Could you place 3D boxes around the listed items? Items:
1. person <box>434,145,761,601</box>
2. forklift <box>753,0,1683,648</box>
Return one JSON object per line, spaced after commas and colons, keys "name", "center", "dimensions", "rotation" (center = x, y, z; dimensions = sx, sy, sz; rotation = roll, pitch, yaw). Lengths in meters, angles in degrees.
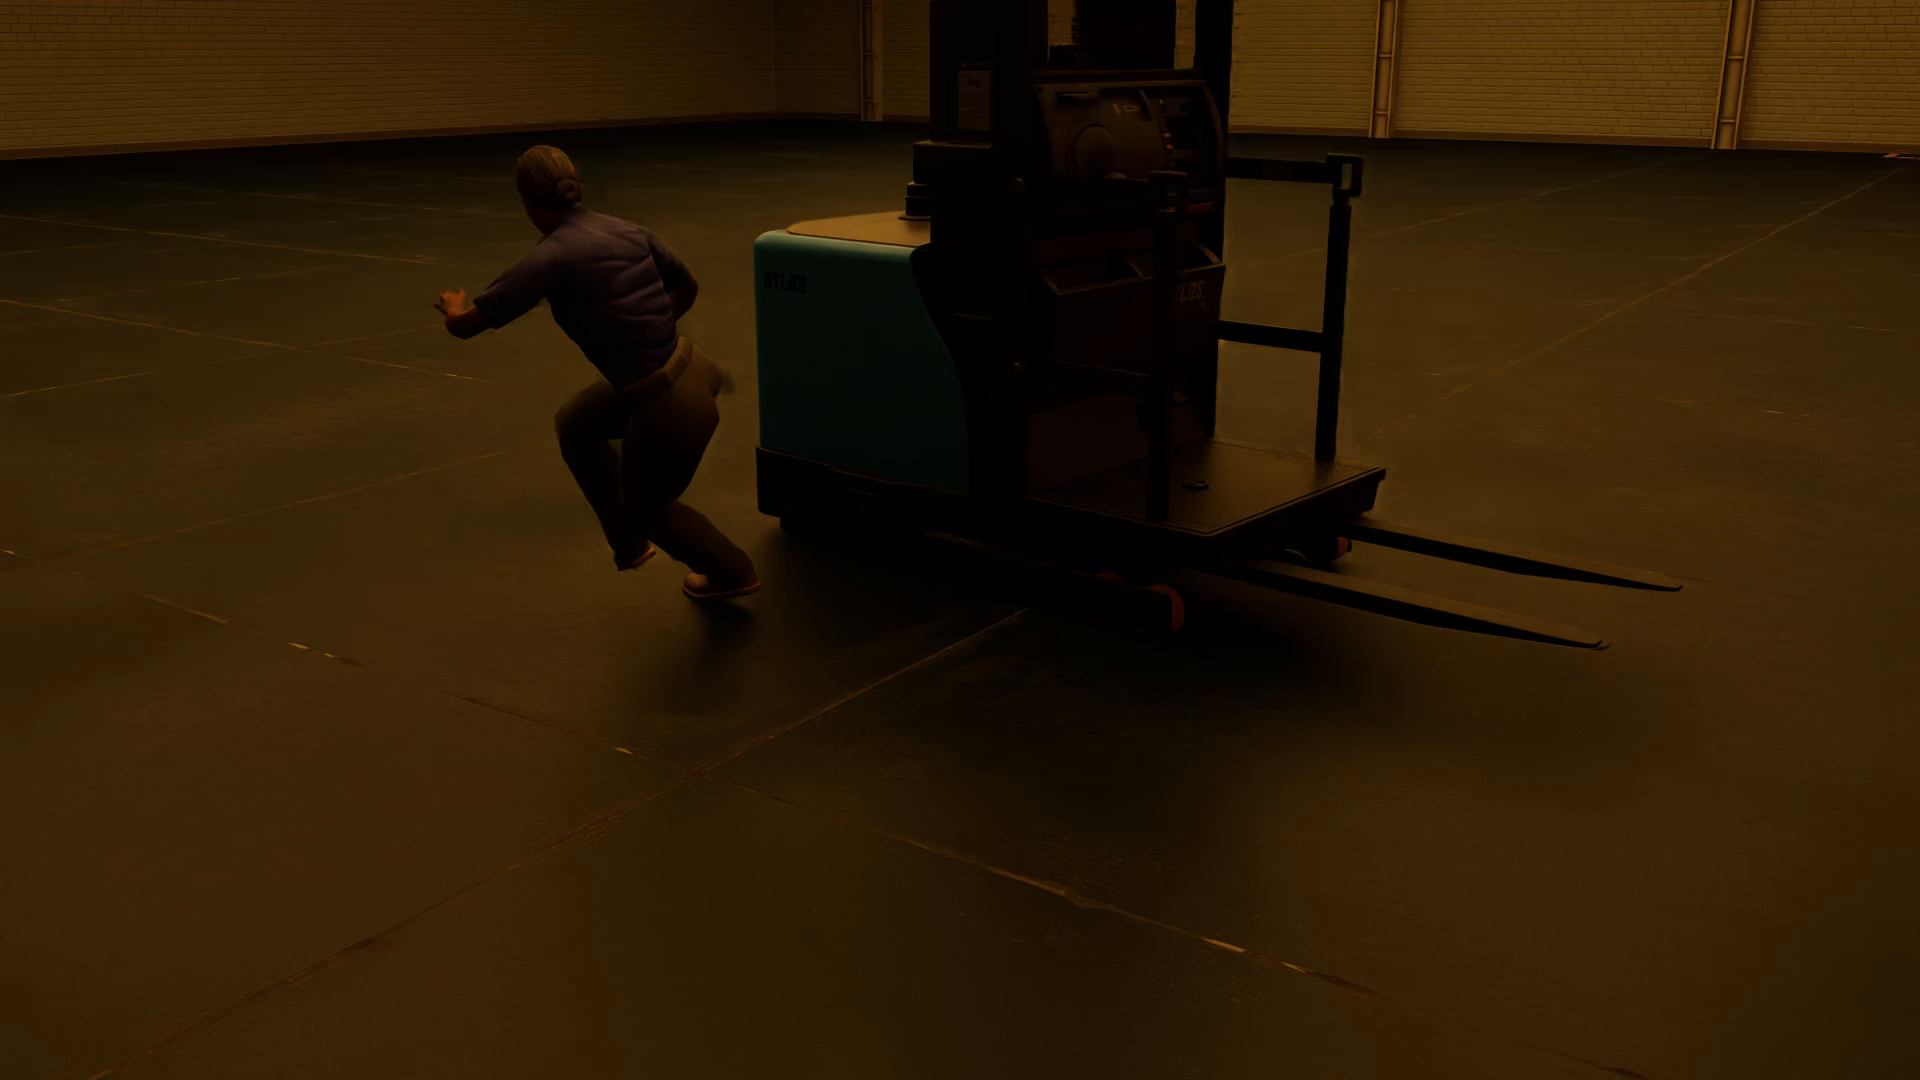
{"name": "person", "center": [-1.052, -0.432, 4.854], "dimensions": [0.840, 1.421, 0.899], "rotation": [4, 17, 12]}
{"name": "forklift", "center": [0.704, -1.276, 5.099], "dimensions": [3.031, 2.935, 1.130], "rotation": [14, 22, 39]}
